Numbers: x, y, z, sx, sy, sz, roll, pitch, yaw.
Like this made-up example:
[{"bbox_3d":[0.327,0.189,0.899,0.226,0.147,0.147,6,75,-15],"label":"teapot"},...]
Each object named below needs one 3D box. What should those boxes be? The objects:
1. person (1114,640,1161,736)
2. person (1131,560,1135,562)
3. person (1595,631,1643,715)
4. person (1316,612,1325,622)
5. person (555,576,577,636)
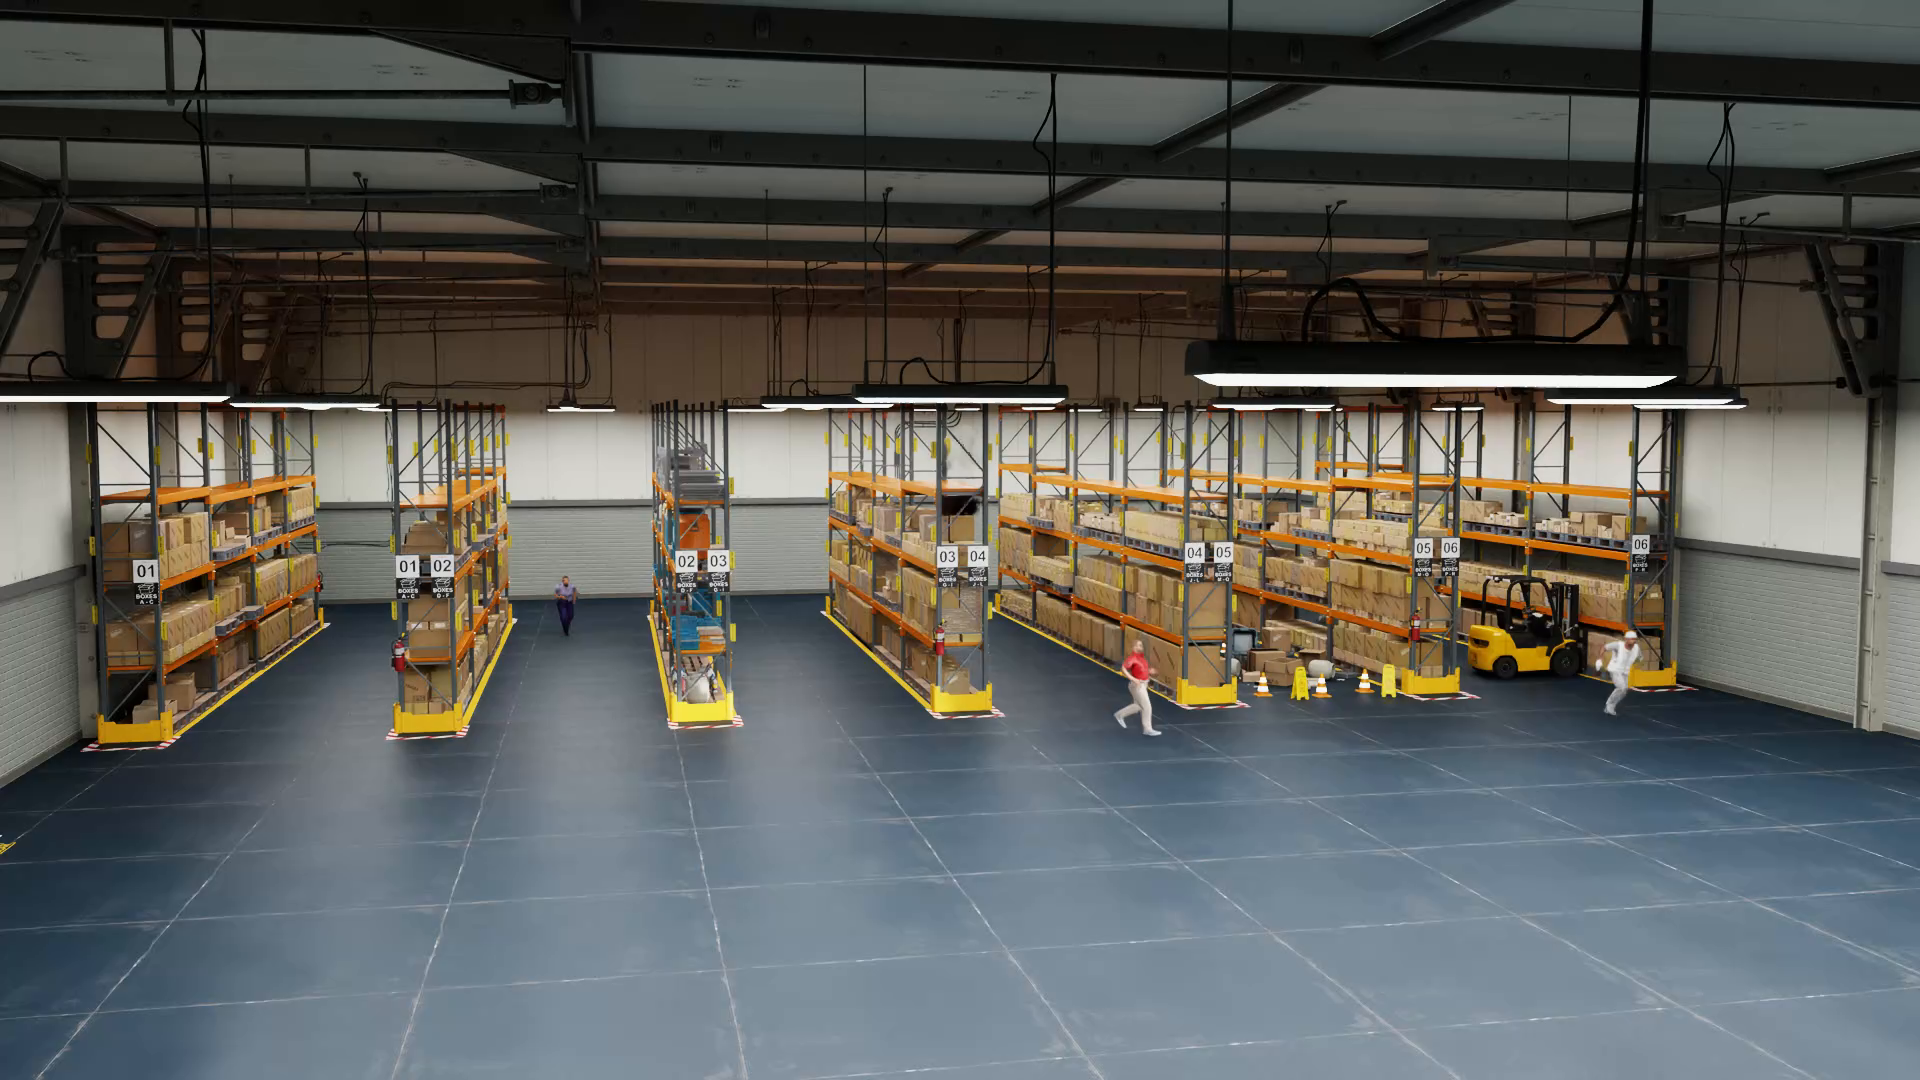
[{"bbox_3d":[3.175,2.625,29.743,0.893,1.697,0.676,2,5,21],"label":"person"},{"bbox_3d":[4.783,1.410,46.209,0.571,1.689,0.865,-2,5,-25],"label":"person"},{"bbox_3d":[12.573,2.538,31.607,0.763,1.667,0.799,-2,5,-20],"label":"person"},{"bbox_3d":[9.937,1.434,45.941,0.577,1.661,0.546,-2,5,-27],"label":"person"},{"bbox_3d":[-10.184,1.710,43.025,0.593,1.576,0.656,-1,5,-18],"label":"person"}]
